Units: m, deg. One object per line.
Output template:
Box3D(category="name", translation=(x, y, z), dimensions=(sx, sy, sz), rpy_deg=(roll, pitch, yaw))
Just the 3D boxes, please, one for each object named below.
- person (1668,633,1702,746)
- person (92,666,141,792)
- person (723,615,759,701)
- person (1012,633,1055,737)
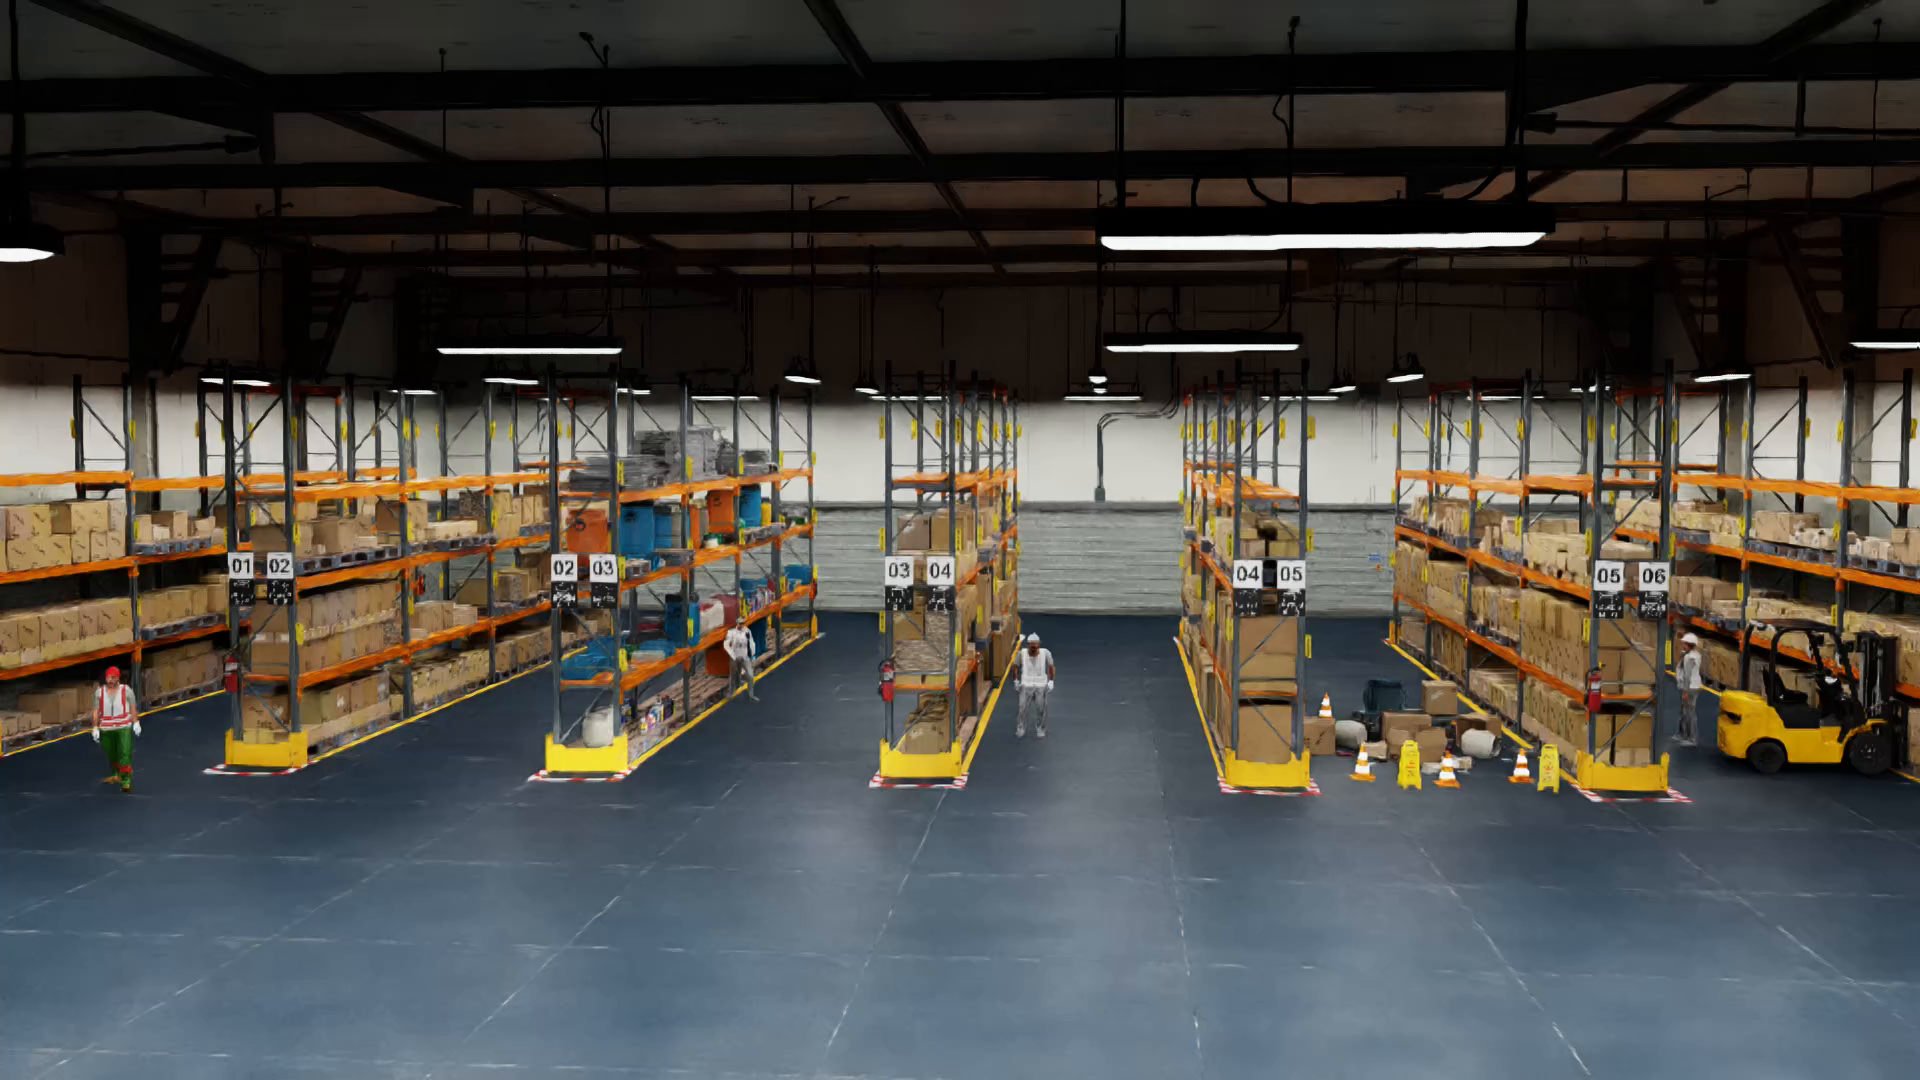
Box3D(category="person", translation=(11.563, 2.362, 26.496), dimensions=(0.494, 1.775, 0.578), rpy_deg=(3, 5, 35))
Box3D(category="person", translation=(-11.780, 2.613, 23.199), dimensions=(0.593, 1.746, 0.968), rpy_deg=(-1, 4, -17))
Box3D(category="person", translation=(-4.077, 2.163, 30.838), dimensions=(0.638, 1.603, 0.813), rpy_deg=(-1, 4, -12))
Box3D(category="person", translation=(1.191, 2.363, 27.089), dimensions=(0.702, 1.734, 0.549), rpy_deg=(0, 4, 3))
